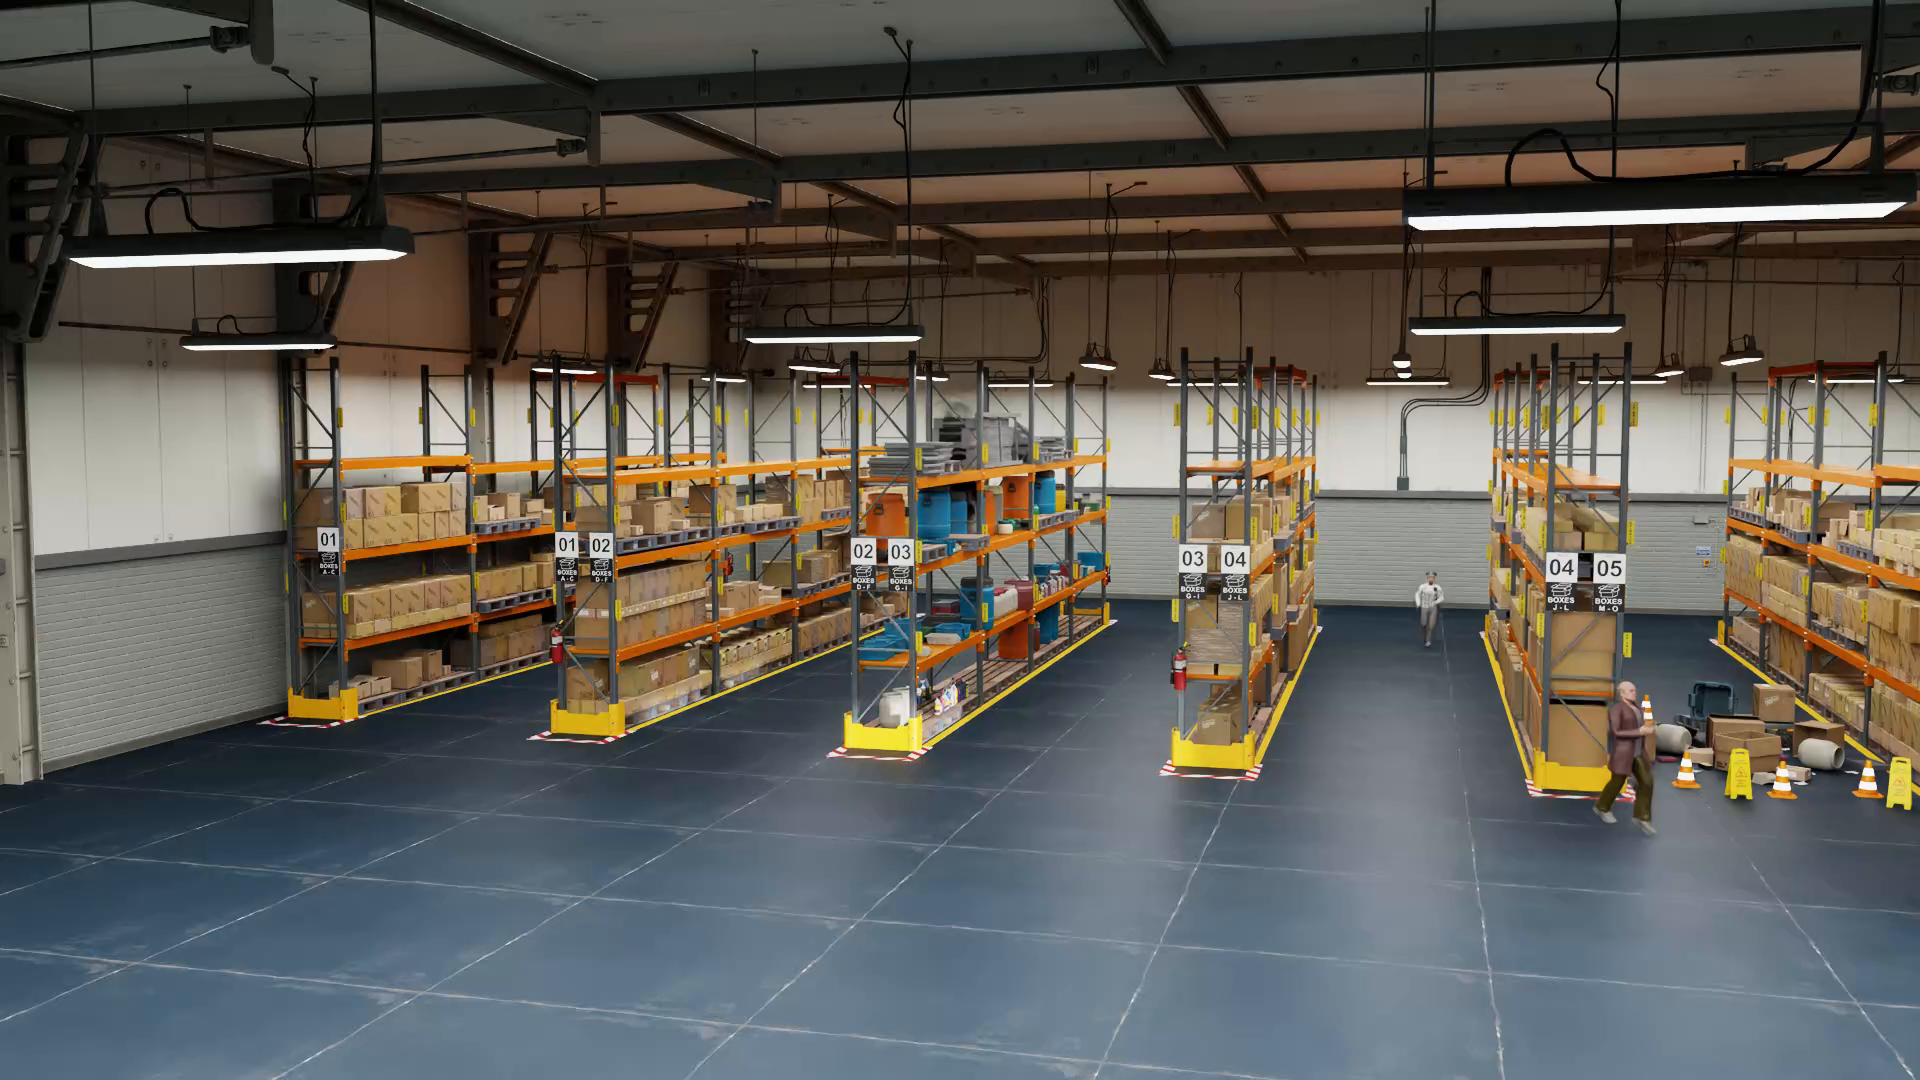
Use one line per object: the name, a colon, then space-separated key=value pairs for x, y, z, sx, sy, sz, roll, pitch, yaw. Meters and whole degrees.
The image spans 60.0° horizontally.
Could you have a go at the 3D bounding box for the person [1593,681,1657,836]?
person: x=8.078 y=2.624 z=20.192 sx=0.675 sy=1.838 sz=0.844 roll=-2 pitch=5 yaw=-26

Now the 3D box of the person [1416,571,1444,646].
person: x=10.281 y=1.507 z=36.432 sx=0.616 sy=1.658 sz=0.543 roll=1 pitch=4 yaw=19
